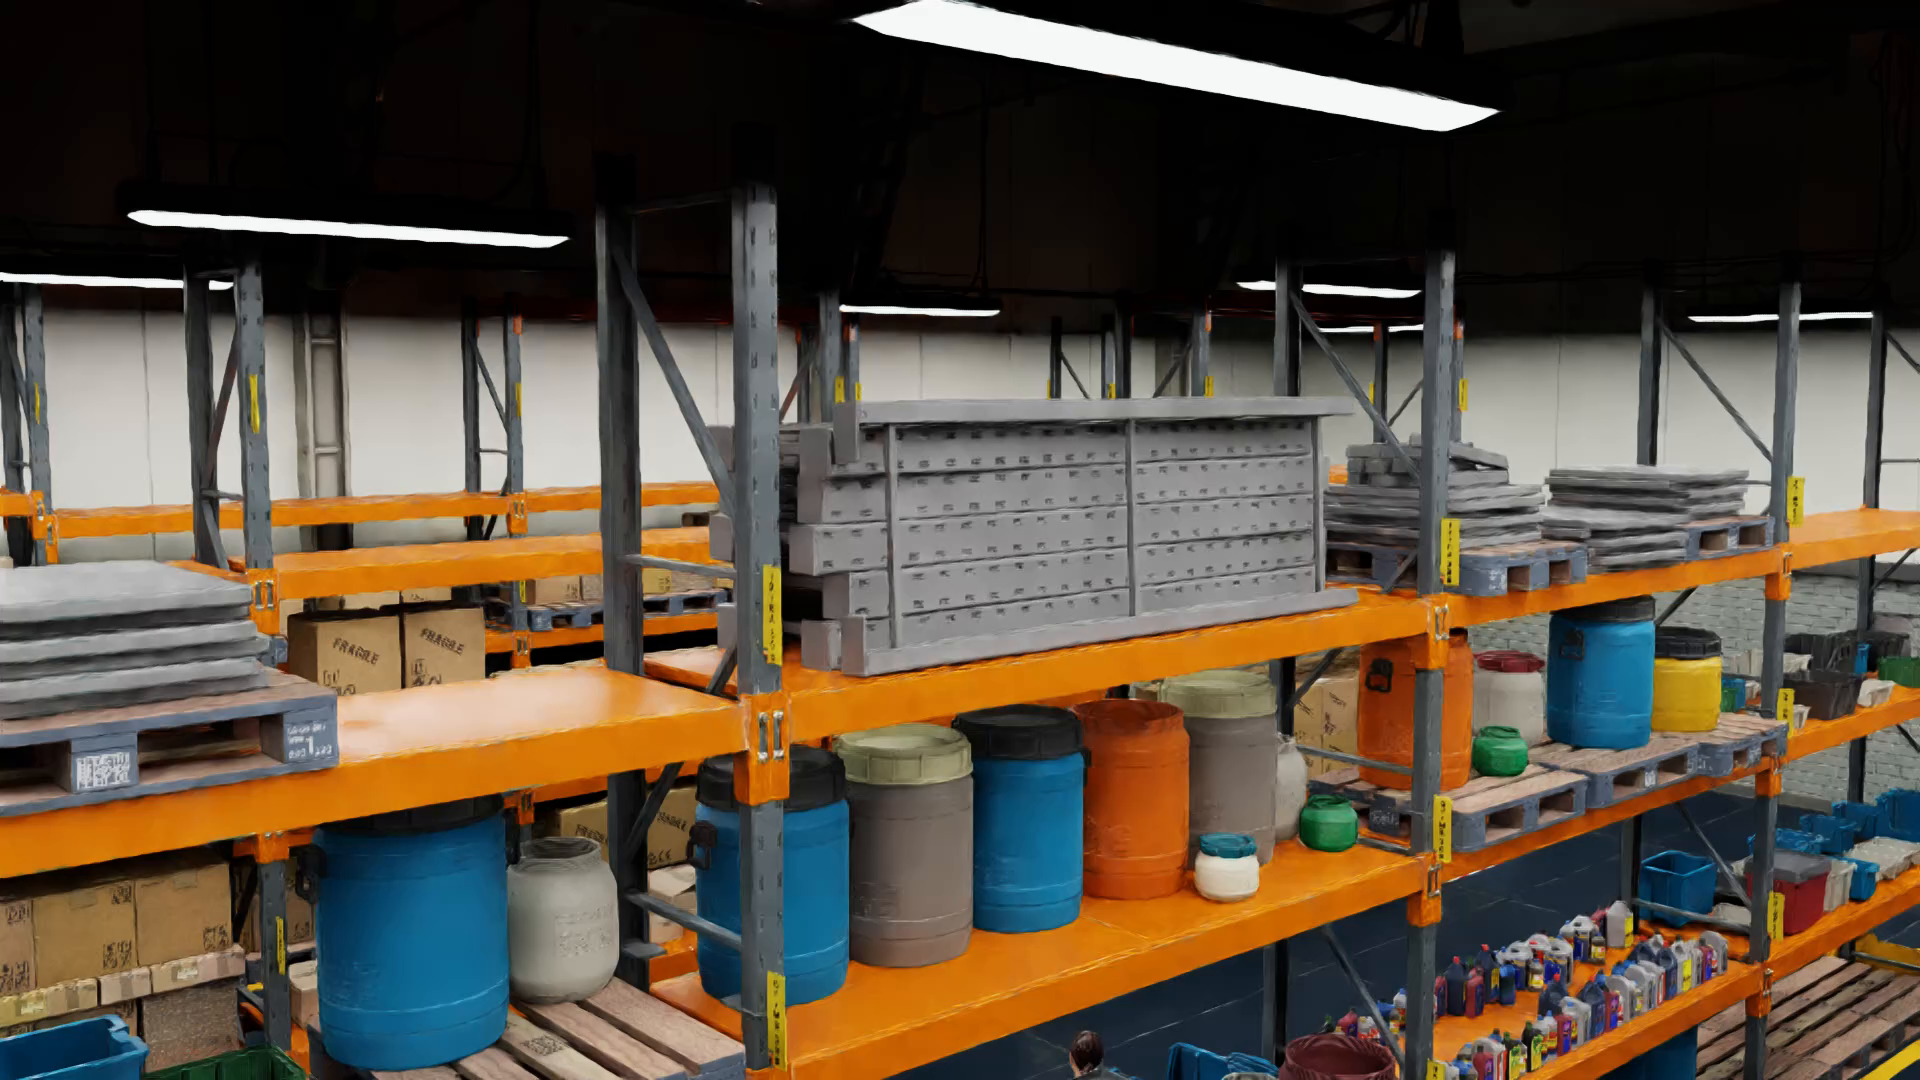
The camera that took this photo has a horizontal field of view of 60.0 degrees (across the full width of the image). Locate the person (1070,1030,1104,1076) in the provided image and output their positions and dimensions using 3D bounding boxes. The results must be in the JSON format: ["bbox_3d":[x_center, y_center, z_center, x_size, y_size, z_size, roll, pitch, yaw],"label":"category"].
[{"bbox_3d":[0.663,3.488,8.986,0.432,1.670,0.594,5,7,40],"label":"person"}]
